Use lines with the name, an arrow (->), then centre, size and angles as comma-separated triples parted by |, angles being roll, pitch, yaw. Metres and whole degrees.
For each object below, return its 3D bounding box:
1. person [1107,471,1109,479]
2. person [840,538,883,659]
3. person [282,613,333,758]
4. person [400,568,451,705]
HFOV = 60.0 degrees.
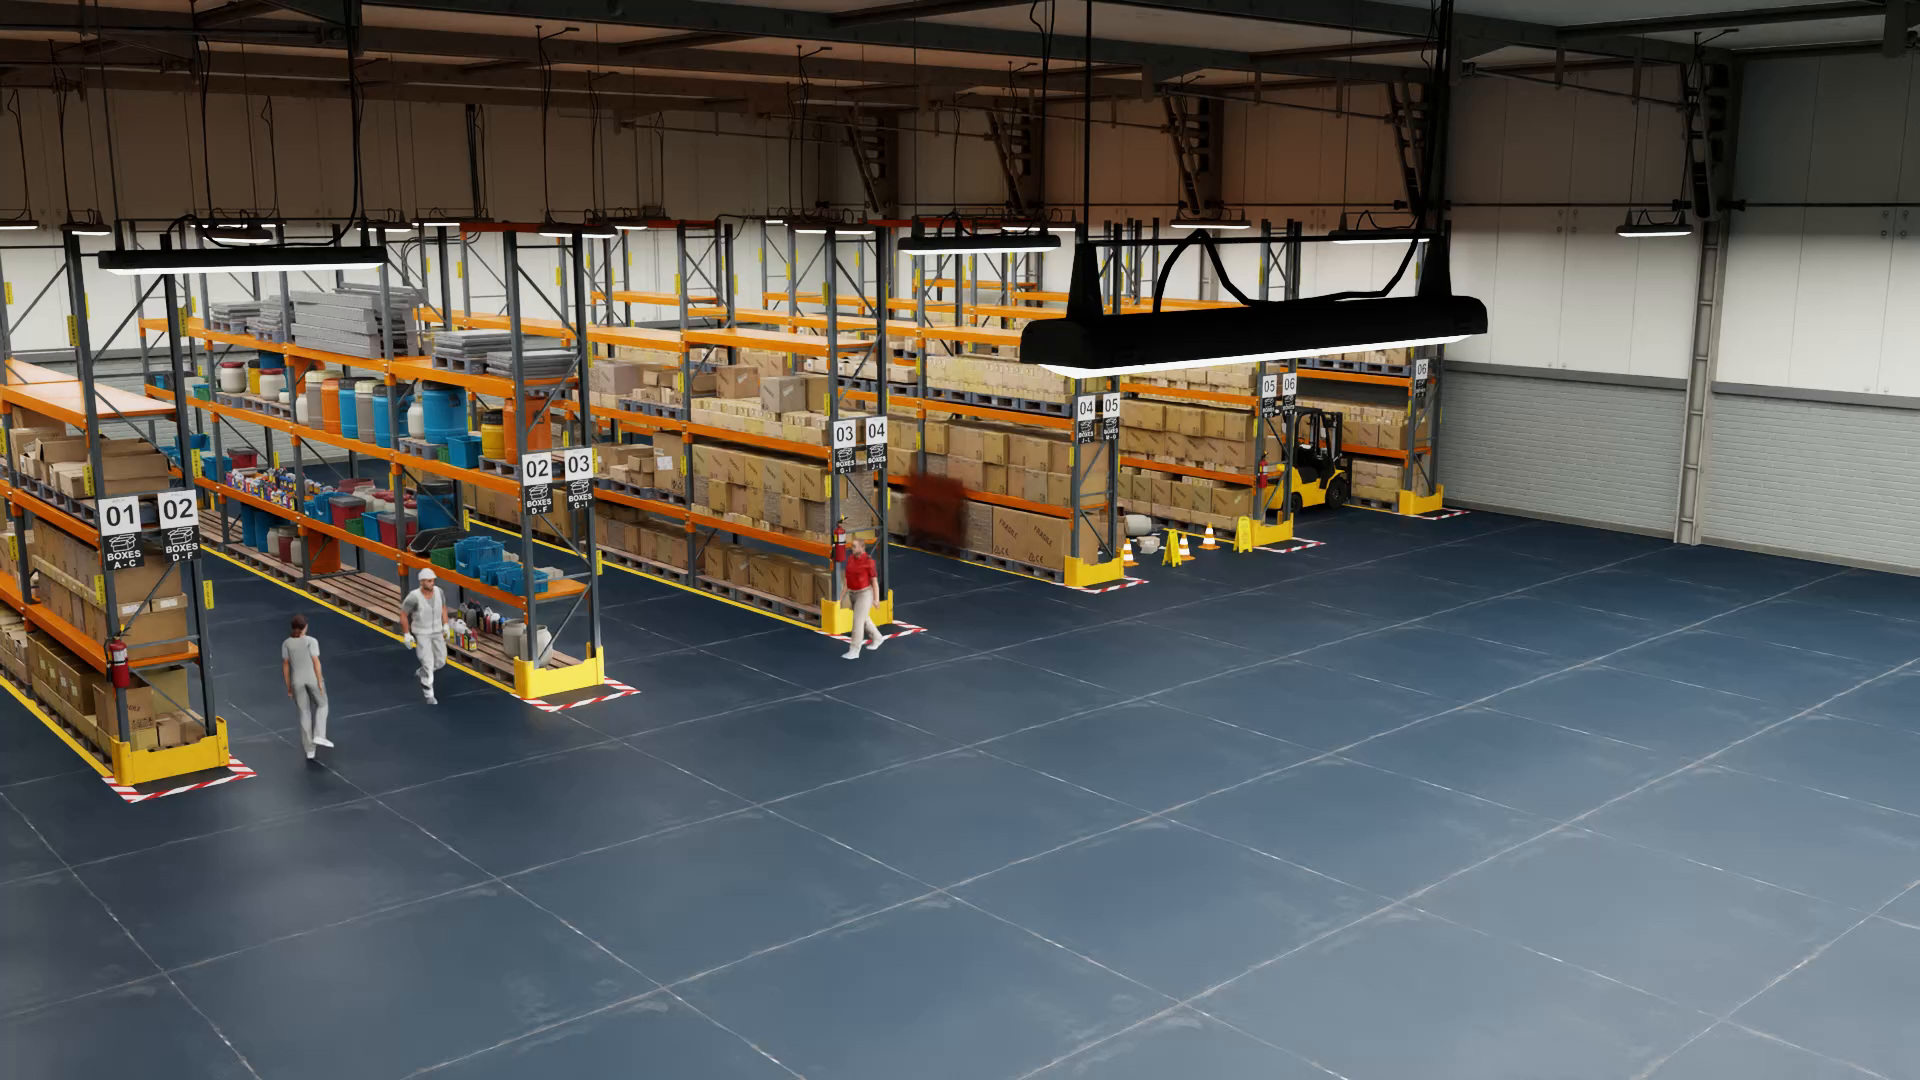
person -> 3.360, -2.025, 37.726 | 0.359, 1.713, 0.518 | 5, 12, 22
person -> -1.419, 0.797, 23.649 | 0.903, 1.697, 0.558 | -9, 15, -39
person -> -7.589, 1.680, 19.294 | 0.489, 1.656, 0.470 | -3, 12, -16
person -> -6.933, 1.206, 21.476 | 0.689, 1.767, 0.628 | 9, 15, 39
